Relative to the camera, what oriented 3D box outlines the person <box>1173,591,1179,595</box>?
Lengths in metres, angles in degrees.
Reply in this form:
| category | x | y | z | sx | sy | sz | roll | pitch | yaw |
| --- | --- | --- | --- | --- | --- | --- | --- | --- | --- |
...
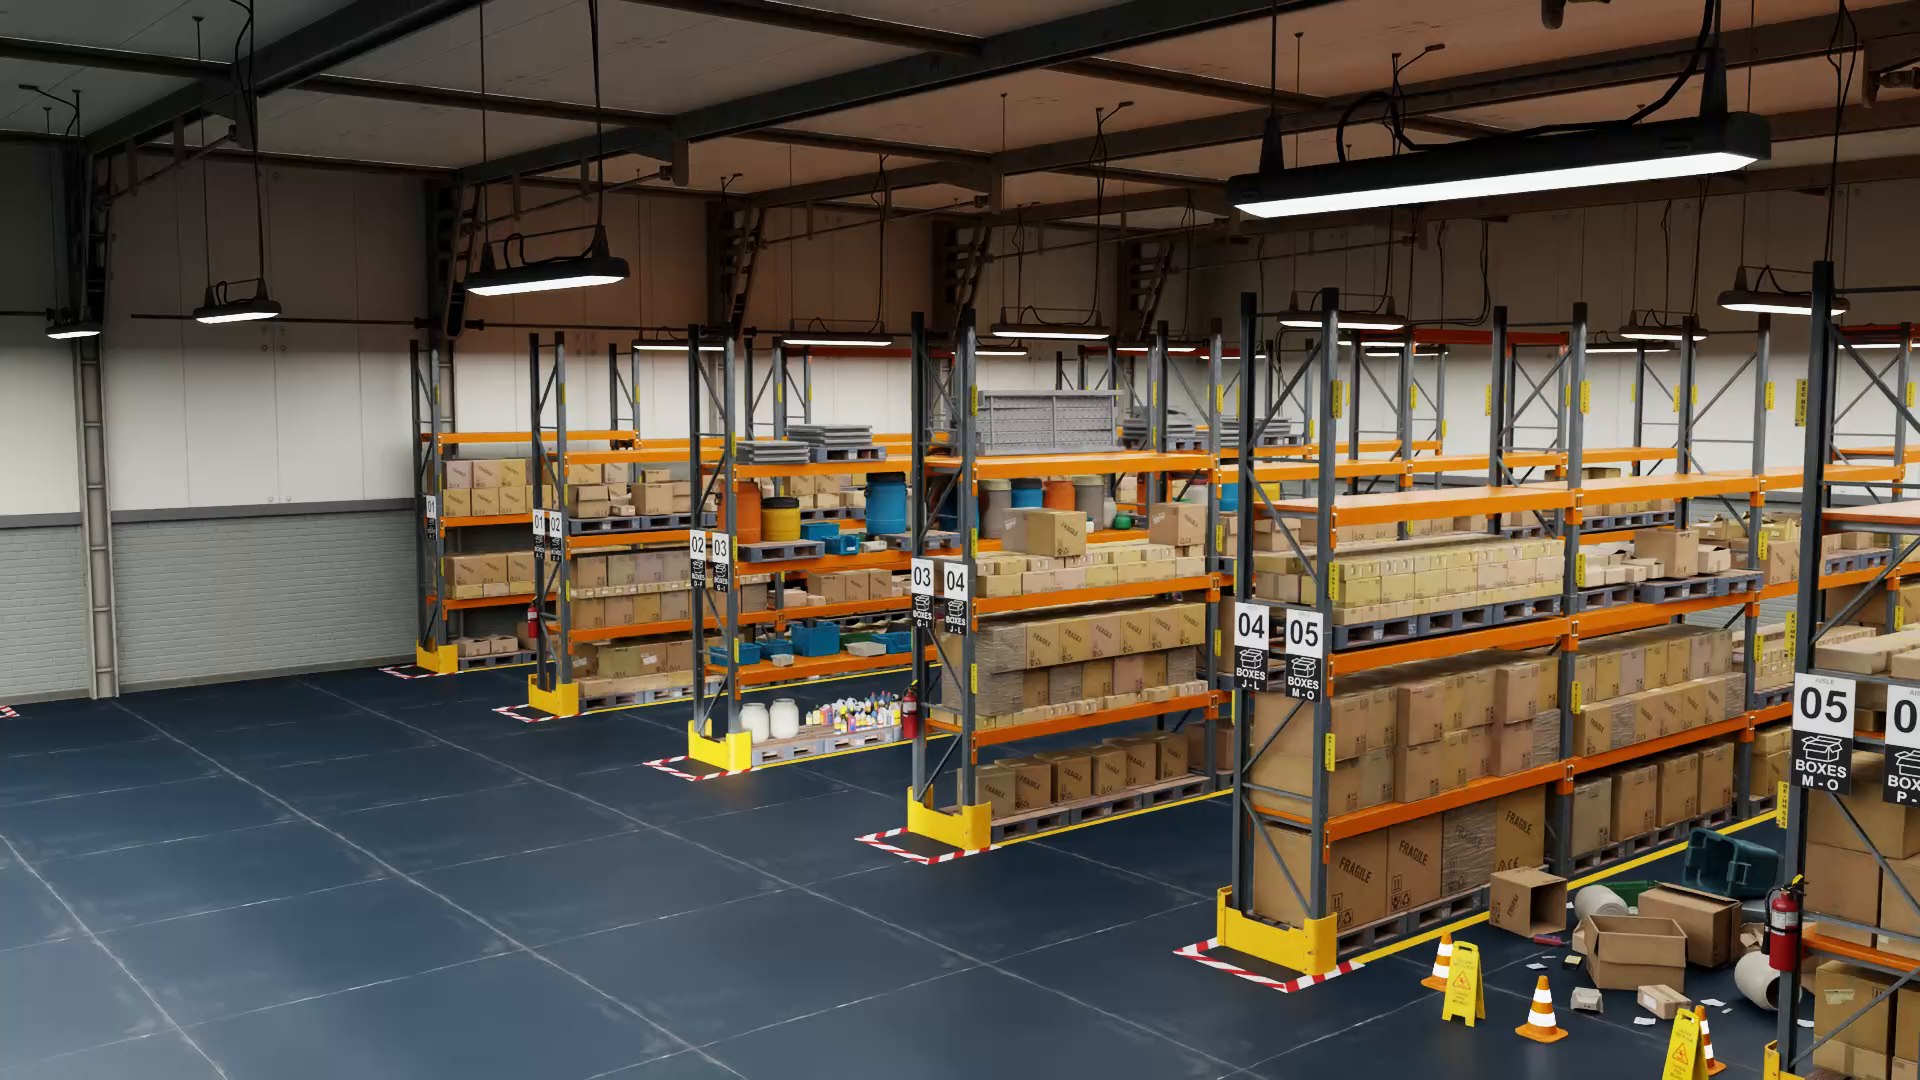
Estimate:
| category | x | y | z | sx | sy | sz | roll | pitch | yaw |
| --- | --- | --- | --- | --- | --- | --- | --- | --- | --- |
| person | 5.339 | 0.562 | 40.157 | 0.557 | 1.777 | 0.475 | -3 | 6 | -29 |
